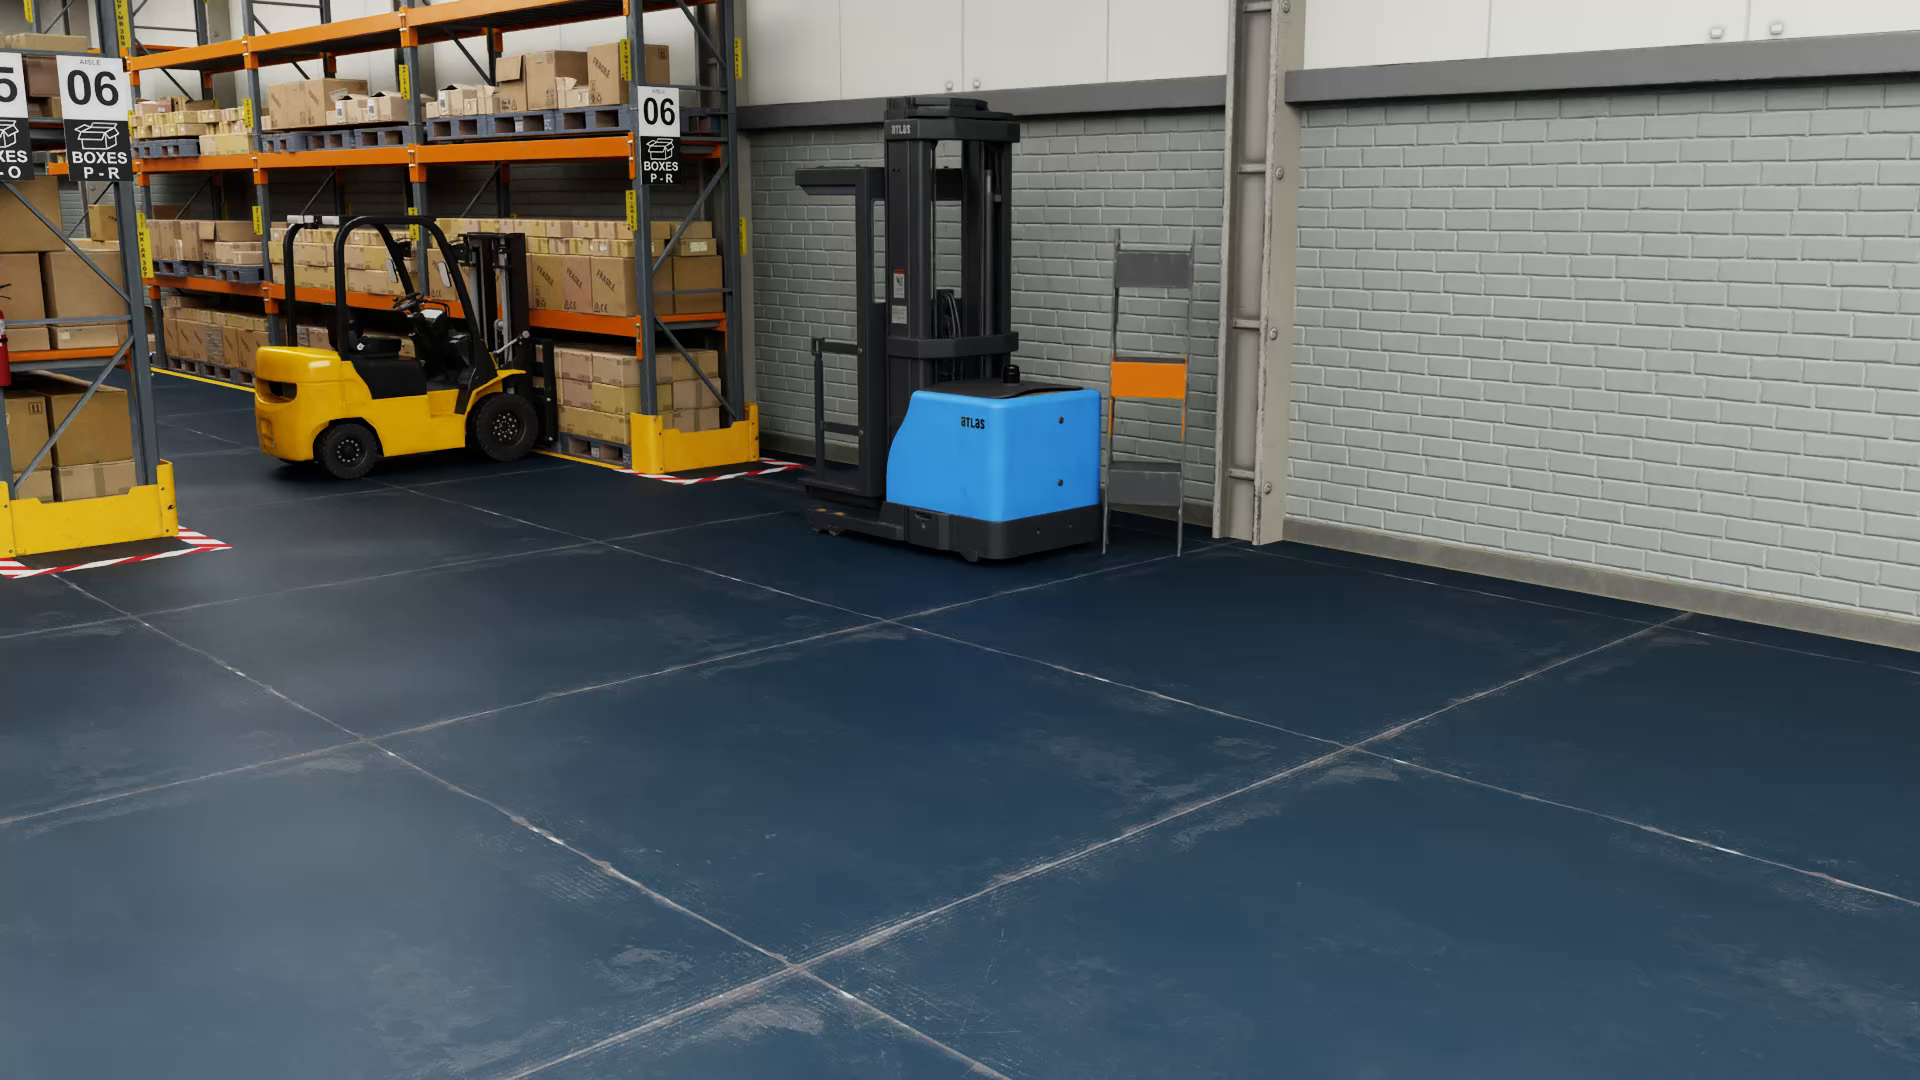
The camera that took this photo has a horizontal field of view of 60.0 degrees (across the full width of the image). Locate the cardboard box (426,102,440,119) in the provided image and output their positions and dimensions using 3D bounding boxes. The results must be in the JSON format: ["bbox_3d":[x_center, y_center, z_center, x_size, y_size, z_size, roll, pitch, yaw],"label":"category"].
[{"bbox_3d":[-4.997,-4.208,16.301,0.380,0.149,0.250,-10,16,-41],"label":"cardboard box"}]

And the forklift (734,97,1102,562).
[{"bbox_3d":[-0.435,-1.528,11.562,1.130,2.935,3.031,-11,16,-43],"label":"forklift"}]

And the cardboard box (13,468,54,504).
[{"bbox_3d":[-6.682,-0.382,11.604,0.500,0.250,0.500,-11,16,-43],"label":"cardboard box"}]

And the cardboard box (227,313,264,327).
[{"bbox_3d":[-9.057,-2.796,21.094,0.380,0.149,0.250,-11,16,-43],"label":"cardboard box"}]

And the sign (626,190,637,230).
[{"bbox_3d":[-2.727,-2.740,13.823,0.100,0.325,0.005,-11,16,-43],"label":"sign"}]

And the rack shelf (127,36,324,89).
[{"bbox_3d":[-9.231,-5.980,20.912,1.077,0.370,4.000,-11,16,-43],"label":"rack shelf"}]

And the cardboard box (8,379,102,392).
[{"bbox_3d":[-6.651,-0.900,12.263,0.500,0.500,0.500,11,16,43],"label":"cardboard box"}]

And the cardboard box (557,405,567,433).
[{"bbox_3d":[-3.554,-1.163,15.394,0.500,0.250,0.500,-11,16,-42],"label":"cardboard box"}]

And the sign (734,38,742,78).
[{"bbox_3d":[-1.920,-4.143,14.293,0.100,0.325,0.005,-11,16,-43],"label":"sign"}]

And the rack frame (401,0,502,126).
[{"bbox_3d":[-5.088,-5.653,16.549,1.000,3.000,0.127,-11,16,-43],"label":"rack frame"}]

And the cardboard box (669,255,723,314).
[{"bbox_3d":[-2.467,-2.291,14.849,0.500,0.500,0.500,-10,15,-41],"label":"cardboard box"}]

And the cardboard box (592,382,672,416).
[{"bbox_3d":[-2.888,-1.262,14.639,0.500,0.250,0.500,-11,16,-43],"label":"cardboard box"}]

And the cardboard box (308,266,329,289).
[{"bbox_3d":[-7.016,-2.978,18.804,0.500,0.250,0.500,11,16,43],"label":"cardboard box"}]

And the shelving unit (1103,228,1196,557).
[{"bbox_3d":[1.236,-0.967,10.880,0.503,2.100,0.431,3,12,8],"label":"shelving unit"}]

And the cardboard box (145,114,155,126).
[{"bbox_3d":[-10.343,-5.452,21.604,0.380,0.149,0.250,-11,16,-44],"label":"cardboard box"}]

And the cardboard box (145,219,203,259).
[{"bbox_3d":[-10.440,-4.035,22.275,0.700,0.500,0.500,-10,16,-41],"label":"cardboard box"}]

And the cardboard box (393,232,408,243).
[{"bbox_3d":[-5.676,-3.135,17.341,0.380,0.149,0.250,-11,16,-43],"label":"cardboard box"}]

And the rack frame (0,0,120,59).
[{"bbox_3d":[-5.913,-4.377,10.355,1.000,3.000,0.127,-11,16,-43],"label":"rack frame"}]

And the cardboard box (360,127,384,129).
[{"bbox_3d":[-6.558,-4.698,18.638,0.380,0.166,0.250,-11,16,-43],"label":"cardboard box"}]

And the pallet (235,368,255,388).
[{"bbox_3d":[-8.338,-2.047,20.824,1.003,0.211,1.213,-11,16,-43],"label":"pallet"}]

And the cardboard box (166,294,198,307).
[{"bbox_3d":[-10.513,-3.246,22.543,0.380,0.149,0.250,-11,16,-44],"label":"cardboard box"}]

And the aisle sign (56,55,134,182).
[{"bbox_3d":[-5.646,-2.746,10.864,0.394,0.787,0.004,-11,16,-43],"label":"aisle sign"}]

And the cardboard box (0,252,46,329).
[{"bbox_3d":[-6.487,-1.674,11.119,0.500,0.500,0.500,-11,16,-44],"label":"cardboard box"}]

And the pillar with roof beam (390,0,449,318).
[{"bbox_3d":[-9.411,-5.572,16.157,9.100,9.000,0.400,-11,16,-43],"label":"pillar with roof beam"}]

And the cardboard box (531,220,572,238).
[{"bbox_3d":[-3.679,-2.838,15.163,0.380,0.149,0.250,-10,16,-41],"label":"cardboard box"}]

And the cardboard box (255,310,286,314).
[{"bbox_3d":[-8.916,-2.898,21.592,0.380,0.149,0.250,-11,16,-42],"label":"cardboard box"}]

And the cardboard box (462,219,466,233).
[{"bbox_3d":[-4.654,-3.078,16.324,0.380,0.149,0.250,-11,16,-44],"label":"cardboard box"}]

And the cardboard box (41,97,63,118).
[{"bbox_3d":[-5.907,-2.878,11.138,0.380,0.149,0.250,-11,16,-42],"label":"cardboard box"}]

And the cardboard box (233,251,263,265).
[{"bbox_3d":[-8.581,-3.423,20.177,0.380,0.149,0.250,-11,16,-42],"label":"cardboard box"}]

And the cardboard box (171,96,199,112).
[{"bbox_3d":[-10.351,-5.796,22.249,0.396,0.266,0.258,-11,16,-43],"label":"cardboard box"}]

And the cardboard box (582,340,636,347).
[{"bbox_3d":[-3.206,-1.723,15.636,0.500,0.250,0.500,-11,16,-43],"label":"cardboard box"}]

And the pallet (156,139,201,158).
[{"bbox_3d":[-9.494,-5.003,21.296,1.213,0.211,1.003,-11,16,-43],"label":"pallet"}]

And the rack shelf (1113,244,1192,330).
[{"bbox_3d":[1.248,-1.639,10.740,0.480,0.518,0.431,3,12,8],"label":"rack shelf"}]

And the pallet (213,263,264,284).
[{"bbox_3d":[-8.369,-3.294,20.440,1.213,0.211,1.003,-11,16,-43],"label":"pallet"}]

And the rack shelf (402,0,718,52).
[{"bbox_3d":[-3.707,-4.813,15.245,1.077,0.370,4.000,-11,16,-43],"label":"rack shelf"}]

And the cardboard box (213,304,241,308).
[{"bbox_3d":[-9.964,-3.130,22.717,0.380,0.149,0.250,-11,16,-43],"label":"cardboard box"}]

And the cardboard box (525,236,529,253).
[{"bbox_3d":[-4.004,-2.770,15.566,0.380,0.149,0.250,-11,16,-44],"label":"cardboard box"}]

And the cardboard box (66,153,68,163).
[{"bbox_3d":[-12.860,-5.608,24.387,0.380,0.149,0.250,-10,16,-41],"label":"cardboard box"}]

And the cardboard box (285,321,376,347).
[{"bbox_3d":[-7.429,-2.248,19.734,0.875,0.625,0.625,-10,15,-41],"label":"cardboard box"}]

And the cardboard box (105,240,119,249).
[{"bbox_3d":[-11.832,-4.140,23.709,0.500,0.250,0.500,-11,16,-43],"label":"cardboard box"}]

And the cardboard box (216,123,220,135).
[{"bbox_3d":[-8.936,-5.064,20.505,0.380,0.149,0.250,-11,16,-42],"label":"cardboard box"}]

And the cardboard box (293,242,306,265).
[{"bbox_3d":[-7.375,-3.298,19.117,0.500,0.250,0.500,-10,15,-41],"label":"cardboard box"}]

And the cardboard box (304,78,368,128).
[{"bbox_3d":[-6.823,-4.783,18.224,0.500,0.500,0.500,-10,16,-41],"label":"cardboard box"}]

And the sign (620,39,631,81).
[{"bbox_3d":[-2.727,-3.921,13.580,0.100,0.325,0.005,-11,16,-43],"label":"sign"}]

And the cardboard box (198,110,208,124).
[{"bbox_3d":[-9.198,-5.233,20.592,0.380,0.149,0.250,-11,16,-42],"label":"cardboard box"}]

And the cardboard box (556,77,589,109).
[{"bbox_3d":[-3.292,-3.904,14.540,0.396,0.266,0.258,-11,16,-42],"label":"cardboard box"}]

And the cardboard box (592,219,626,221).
[{"bbox_3d":[-3.222,-2.927,15.591,0.250,0.149,0.380,11,16,44],"label":"cardboard box"}]

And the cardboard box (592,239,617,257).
[{"bbox_3d":[-2.965,-2.542,14.462,0.380,0.149,0.250,-11,16,-42],"label":"cardboard box"}]

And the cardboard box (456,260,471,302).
[{"bbox_3d":[-4.598,-2.589,16.296,0.500,0.500,0.500,-11,16,-42],"label":"cardboard box"}]

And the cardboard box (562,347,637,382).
[{"bbox_3d":[-3.226,-1.577,14.928,0.500,0.250,0.500,-11,16,-42],"label":"cardboard box"}]

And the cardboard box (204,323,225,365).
[{"bbox_3d":[-9.371,-2.535,21.438,0.500,0.500,0.500,11,16,43],"label":"cardboard box"}]

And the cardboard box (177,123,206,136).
[{"bbox_3d":[-9.614,-5.163,20.939,0.380,0.149,0.250,-10,16,-41],"label":"cardboard box"}]

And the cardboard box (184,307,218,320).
[{"bbox_3d":[-10.124,-3.026,22.214,0.250,0.149,0.380,11,16,42],"label":"cardboard box"}]

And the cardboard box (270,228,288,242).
[{"bbox_3d":[-7.843,-3.578,19.487,0.380,0.149,0.250,-10,15,-41],"label":"cardboard box"}]

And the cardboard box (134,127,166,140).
[{"bbox_3d":[-10.694,-5.384,22.011,0.380,0.149,0.250,-11,16,-42],"label":"cardboard box"}]
